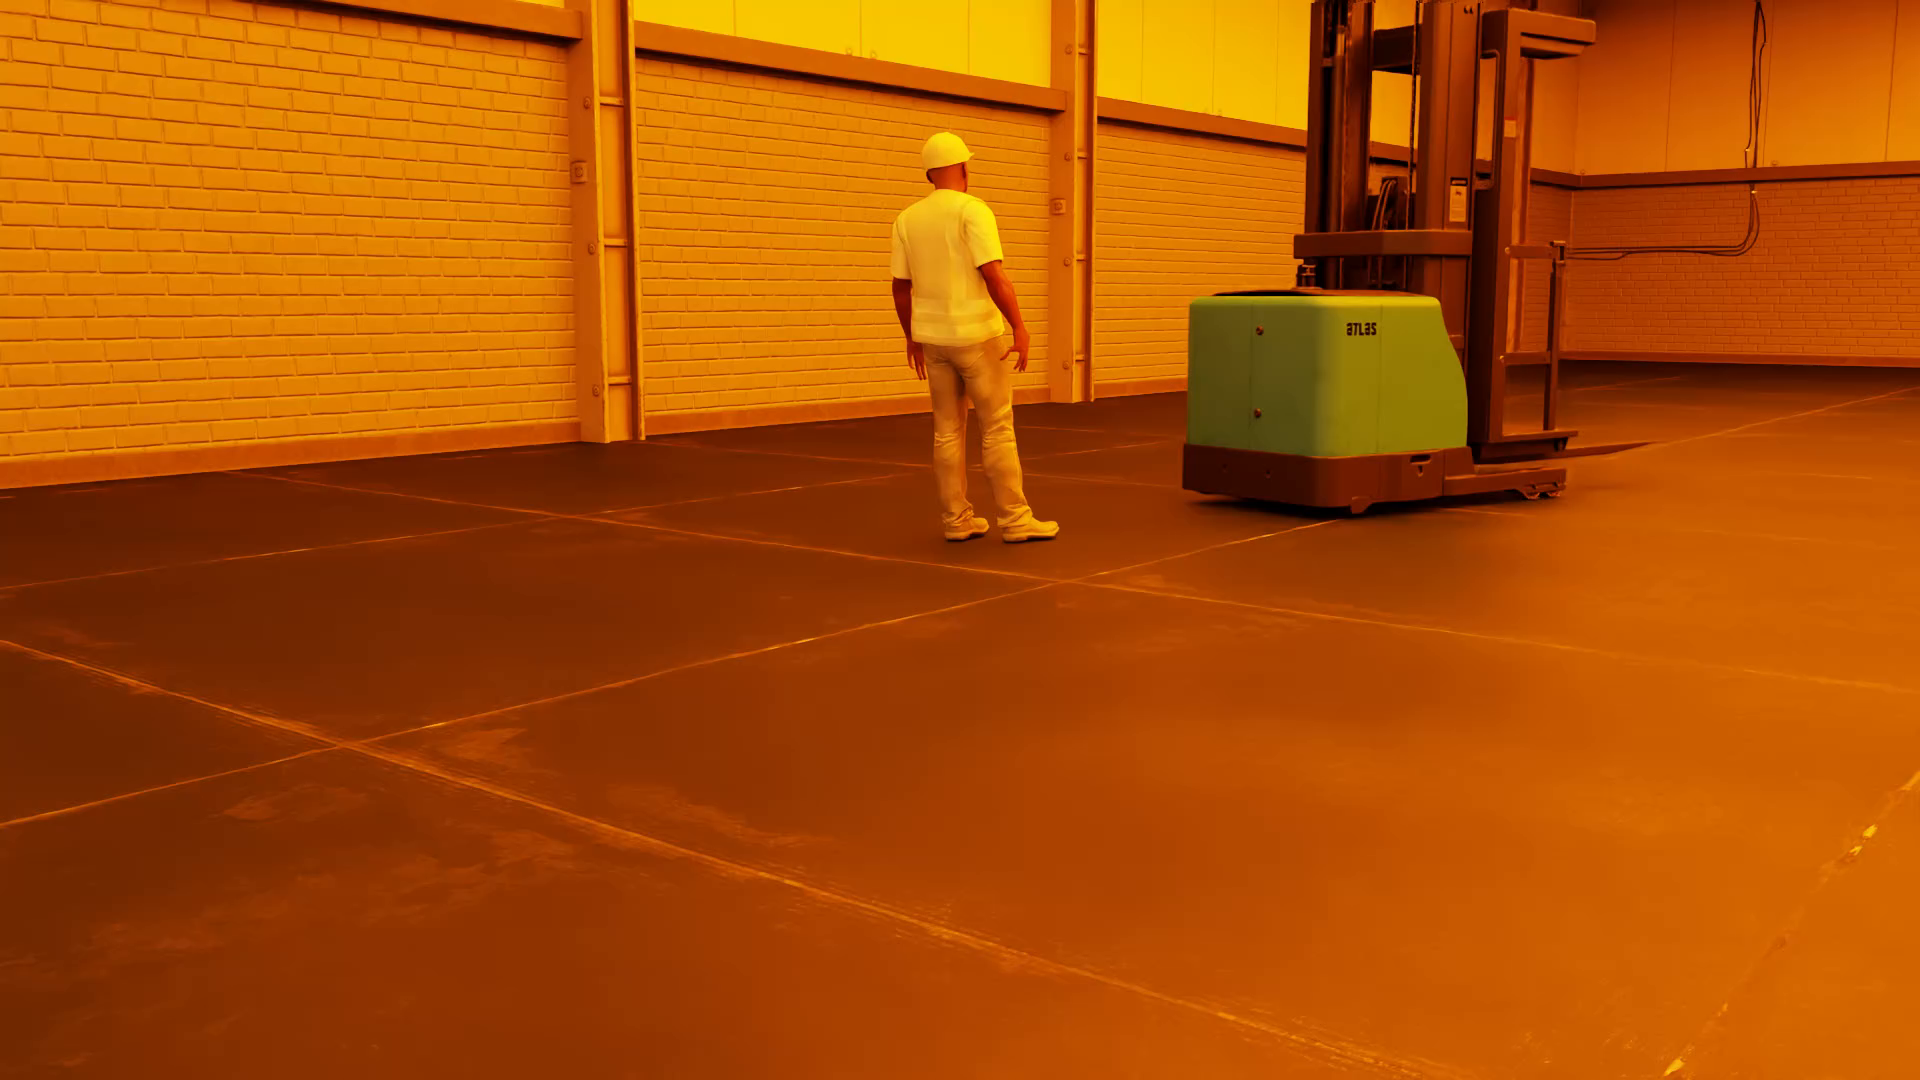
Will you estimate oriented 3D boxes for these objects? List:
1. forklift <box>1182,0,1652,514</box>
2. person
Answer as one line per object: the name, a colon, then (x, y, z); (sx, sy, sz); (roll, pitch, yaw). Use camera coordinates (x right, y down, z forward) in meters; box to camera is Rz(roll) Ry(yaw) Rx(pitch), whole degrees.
forklift: (2.663, -1.718, 9.025); (3.031, 2.935, 1.130); (-6, 10, -35)
person: (0.049, -0.888, 7.325); (0.665, 1.765, 0.577); (7, 11, 38)
